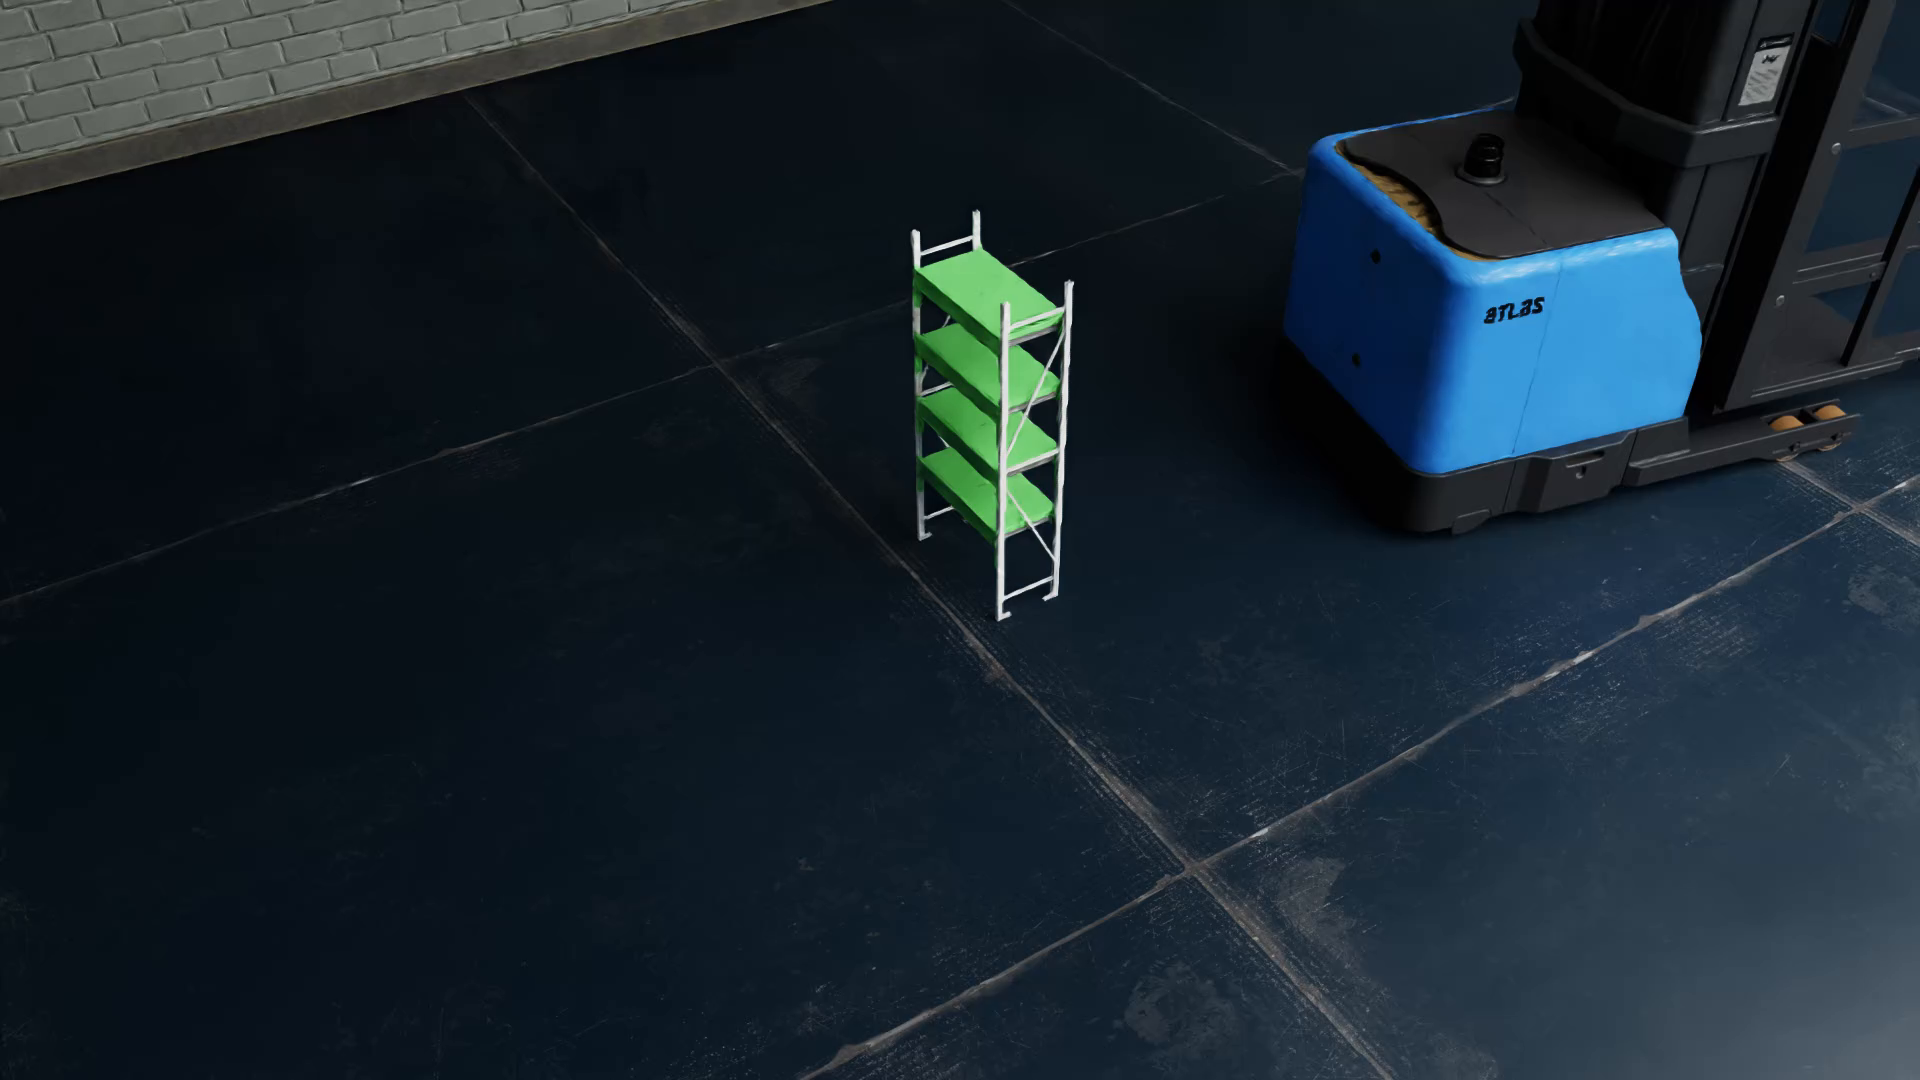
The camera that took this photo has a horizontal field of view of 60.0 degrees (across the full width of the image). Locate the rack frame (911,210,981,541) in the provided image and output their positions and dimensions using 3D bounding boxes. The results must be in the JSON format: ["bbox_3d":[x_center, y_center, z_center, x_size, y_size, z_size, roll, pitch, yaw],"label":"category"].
[{"bbox_3d":[-0.042,-0.503,5.417,0.240,1.200,0.015,-22,45,-24],"label":"rack frame"}]

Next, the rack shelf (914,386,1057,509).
[{"bbox_3d":[0.089,-0.323,5.300,0.258,0.148,0.480,-22,45,-24],"label":"rack shelf"}]

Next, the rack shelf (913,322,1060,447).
[{"bbox_3d":[0.089,-0.507,5.146,0.258,0.148,0.480,-22,45,-24],"label":"rack shelf"}]

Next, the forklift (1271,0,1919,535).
[{"bbox_3d":[2.763,-1.719,5.524,3.031,2.935,1.130,-13,42,-15],"label":"forklift"}]

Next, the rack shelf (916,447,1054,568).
[{"bbox_3d":[0.089,-0.138,5.453,0.258,0.148,0.480,-22,45,-24],"label":"rack shelf"}]

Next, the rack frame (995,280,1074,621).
[{"bbox_3d":[0.220,-0.240,5.101,0.240,1.200,0.015,-22,45,-24],"label":"rack frame"}]

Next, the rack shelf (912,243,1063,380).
[{"bbox_3d":[0.089,-0.691,4.992,0.258,0.148,0.480,-22,45,-24],"label":"rack shelf"}]

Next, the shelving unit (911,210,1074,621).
[{"bbox_3d":[0.089,-0.372,5.259,0.258,1.200,0.503,-22,45,-24],"label":"shelving unit"}]
